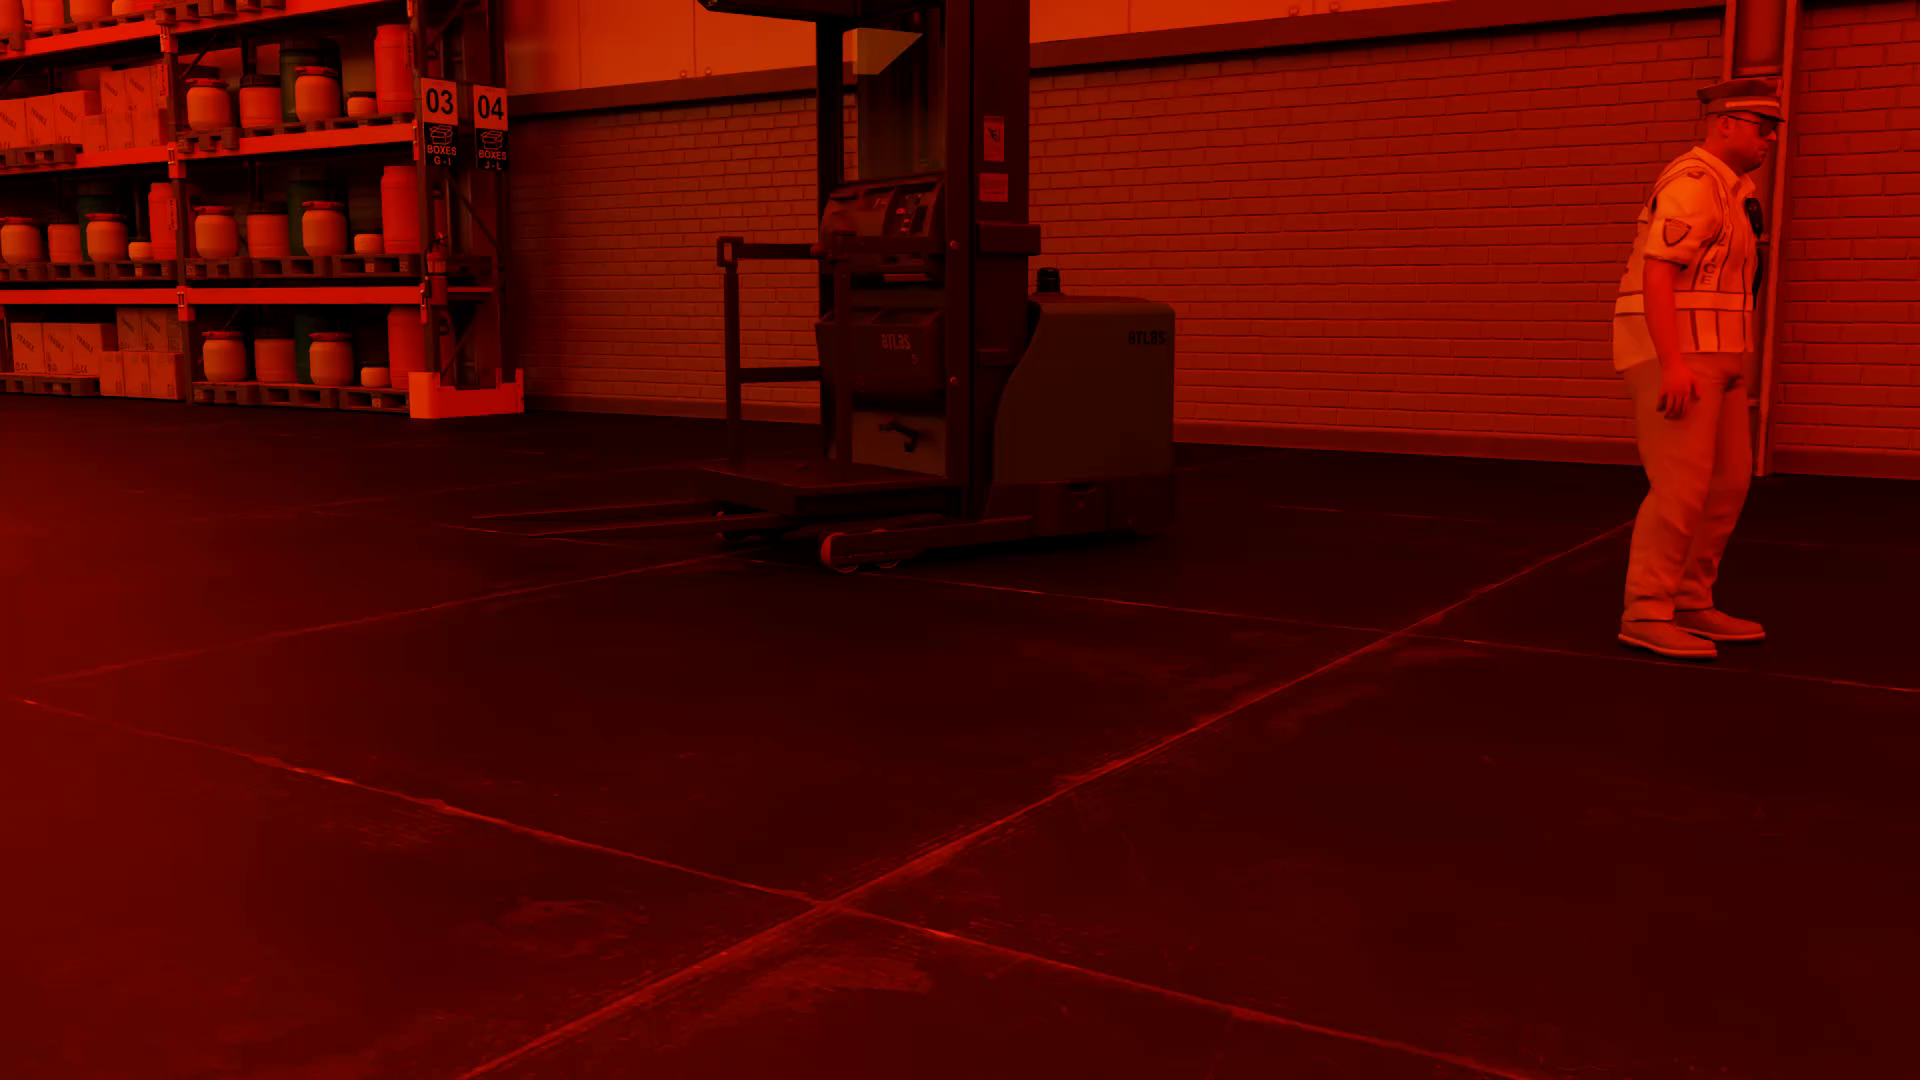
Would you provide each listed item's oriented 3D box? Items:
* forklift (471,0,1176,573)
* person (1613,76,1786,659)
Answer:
[{"bbox_3d":[-0.518,-1.402,7.055,3.031,2.935,1.130,-5,10,-33],"label":"forklift"},{"bbox_3d":[2.296,-0.543,5.209,0.443,1.746,0.595,8,11,43],"label":"person"}]
